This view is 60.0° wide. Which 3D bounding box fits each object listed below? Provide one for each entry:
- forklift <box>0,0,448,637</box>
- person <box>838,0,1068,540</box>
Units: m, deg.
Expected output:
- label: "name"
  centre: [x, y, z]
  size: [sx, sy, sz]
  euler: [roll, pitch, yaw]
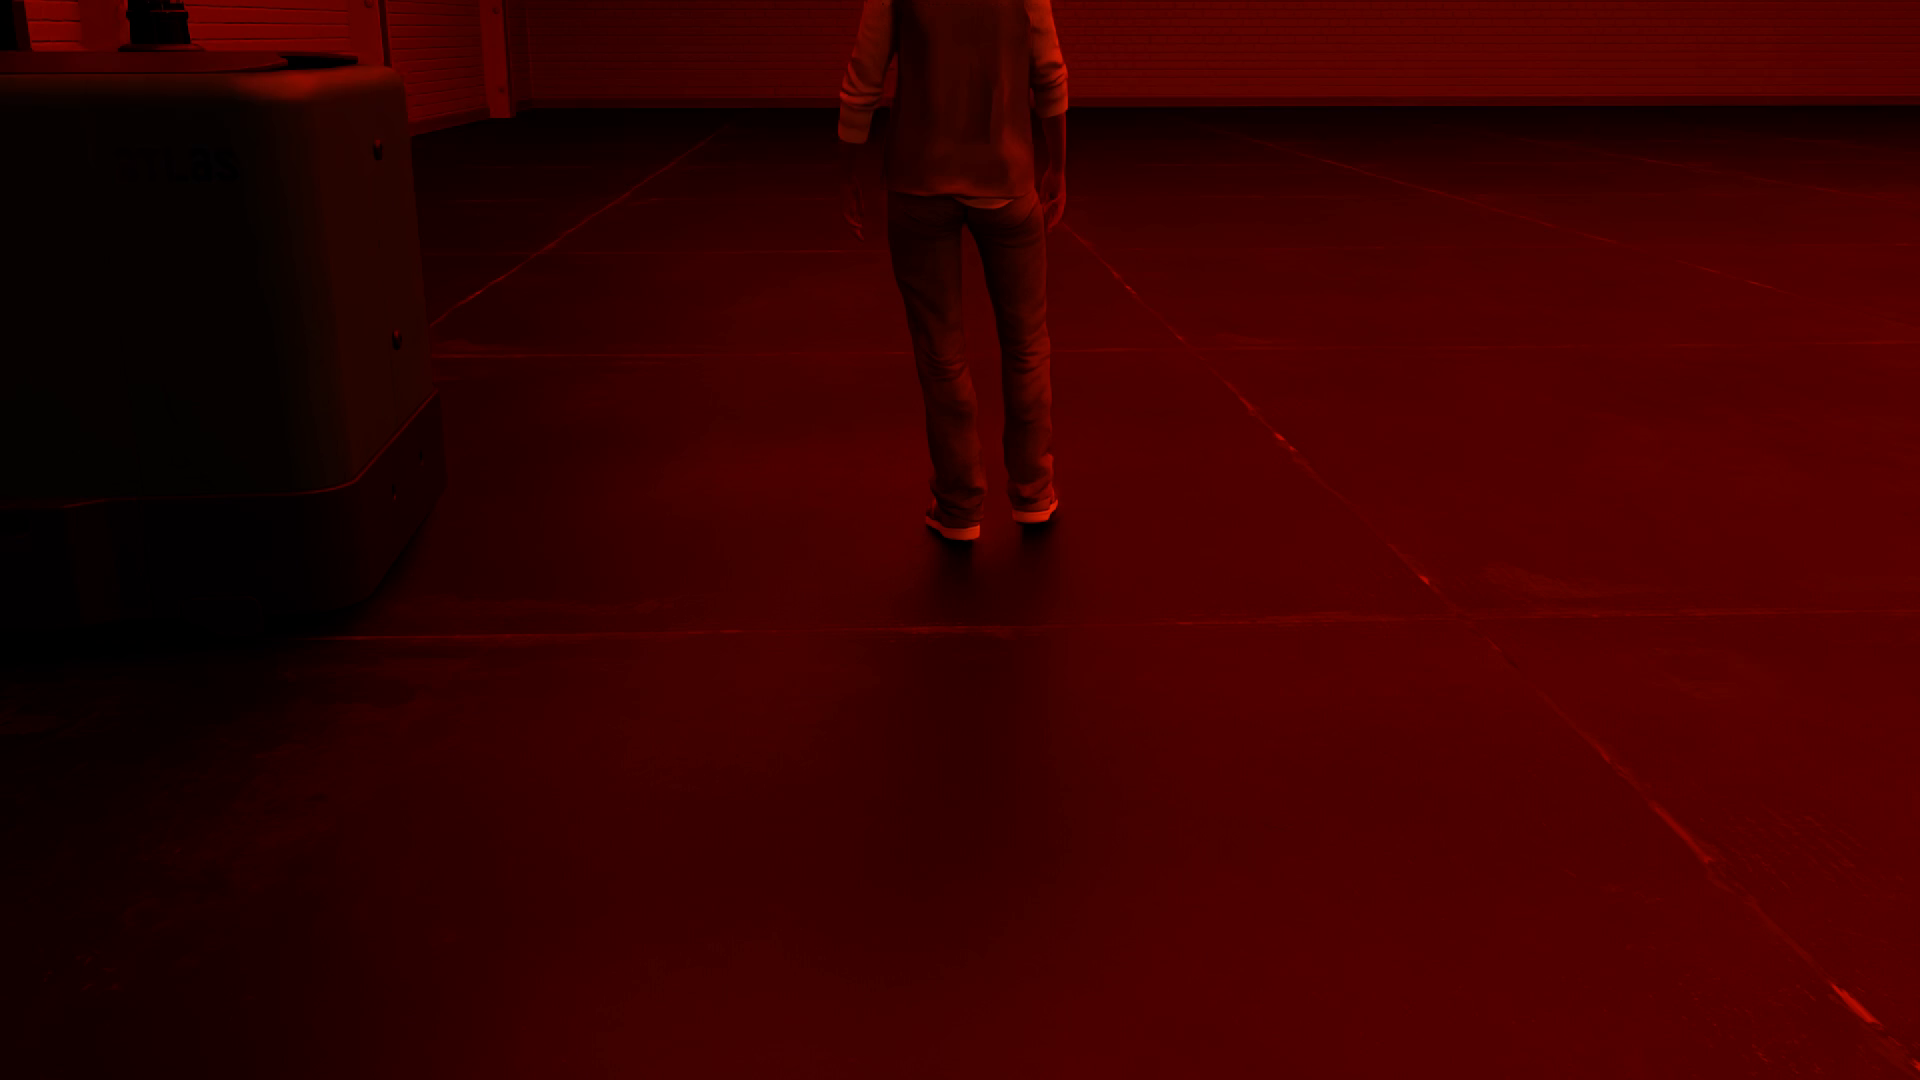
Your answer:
- label: "forklift"
  centre: [-2.726, -1.296, 3.143]
  size: [3.031, 2.935, 1.130]
  euler: [-2, 17, -6]
- label: "person"
  centre: [-0.007, -0.791, 3.769]
  size: [0.541, 1.601, 0.431]
  euler: [-2, 17, -8]
